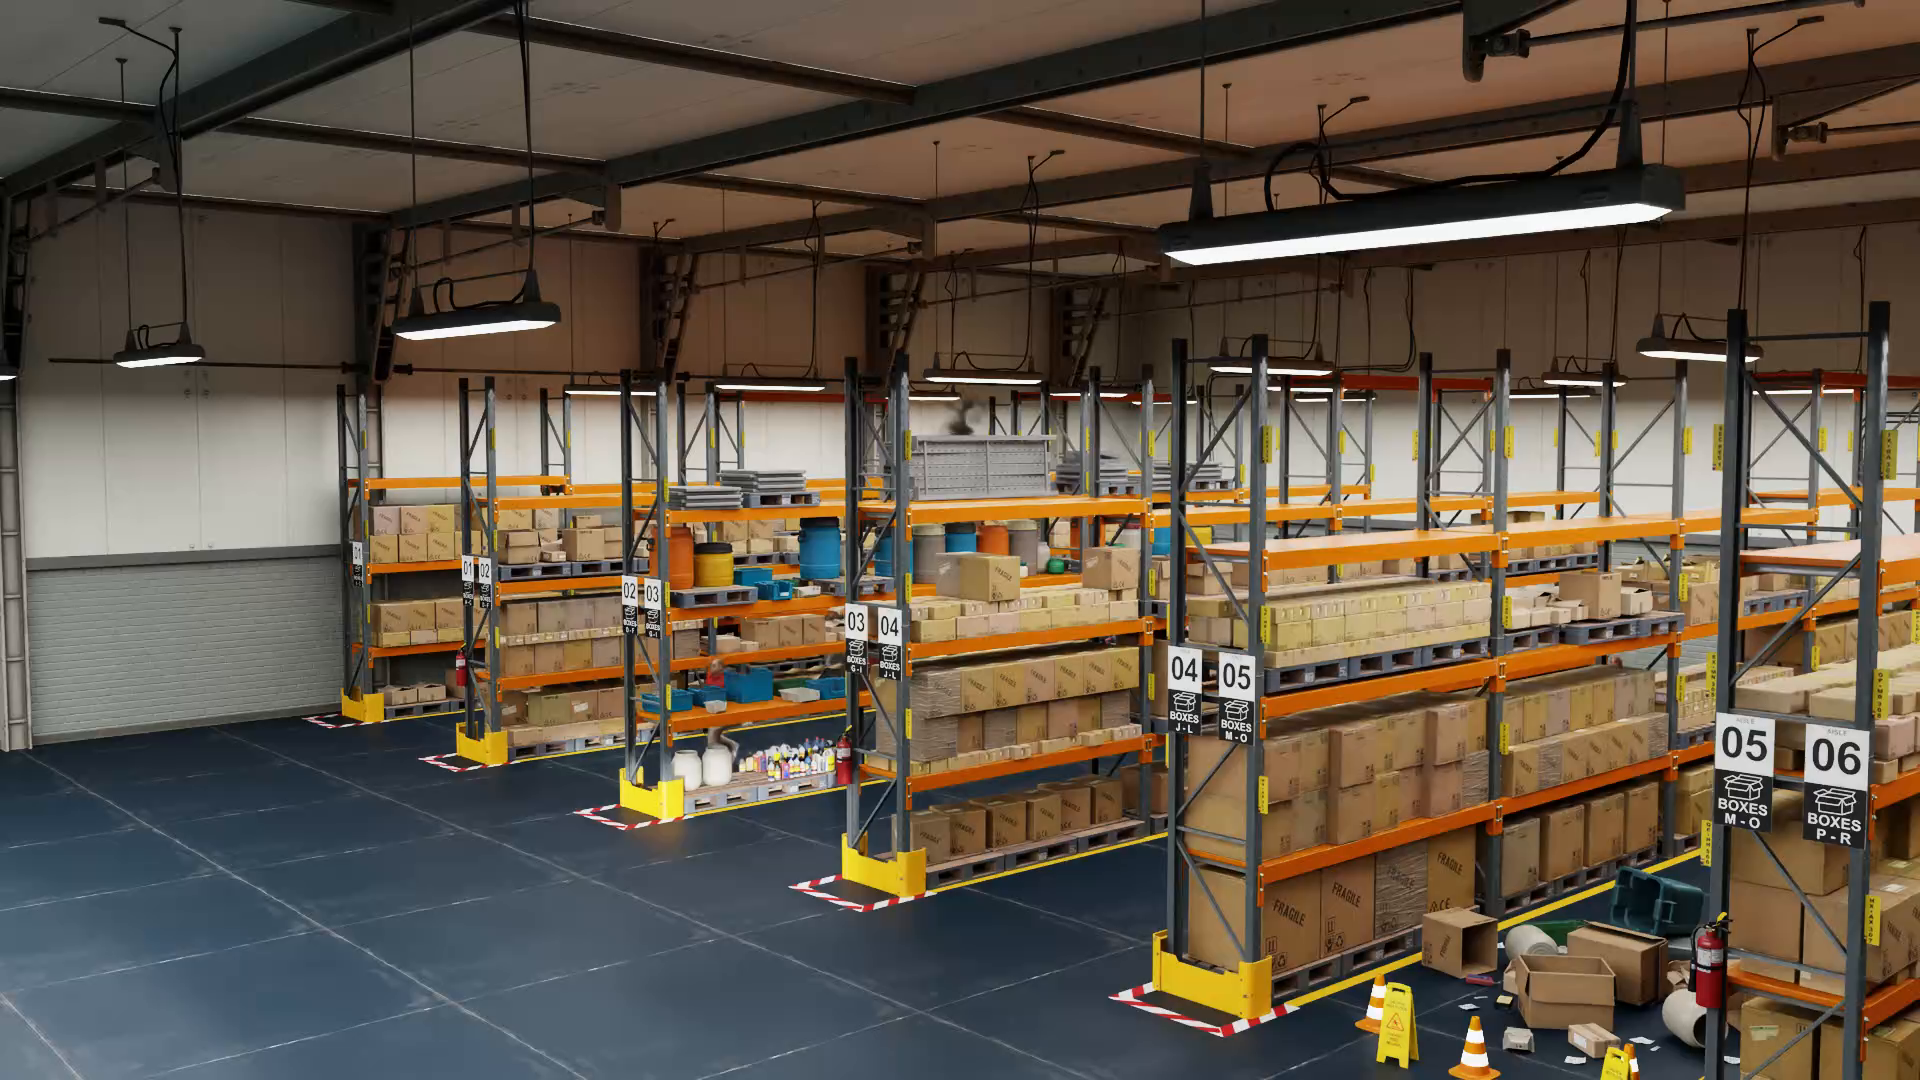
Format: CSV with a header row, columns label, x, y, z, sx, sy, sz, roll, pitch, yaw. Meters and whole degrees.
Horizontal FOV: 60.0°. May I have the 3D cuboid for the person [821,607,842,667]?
label,x,y,z,sx,sy,sz,roll,pitch,yaw
person,-2.495,2.159,32.649,0.667,1.753,0.750,4,5,44

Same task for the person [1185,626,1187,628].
label,x,y,z,sx,sy,sz,roll,pitch,yaw
person,4.478,2.105,34.376,0.615,1.641,0.791,3,5,41

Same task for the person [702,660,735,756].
label,x,y,z,sx,sy,sz,roll,pitch,yaw
person,-3.690,2.664,25.287,0.675,1.711,0.832,3,5,42

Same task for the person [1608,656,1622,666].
label,x,y,z,sx,sy,sz,roll,pitch,yaw
person,10.464,2.648,26.595,0.575,1.594,0.680,3,5,39
